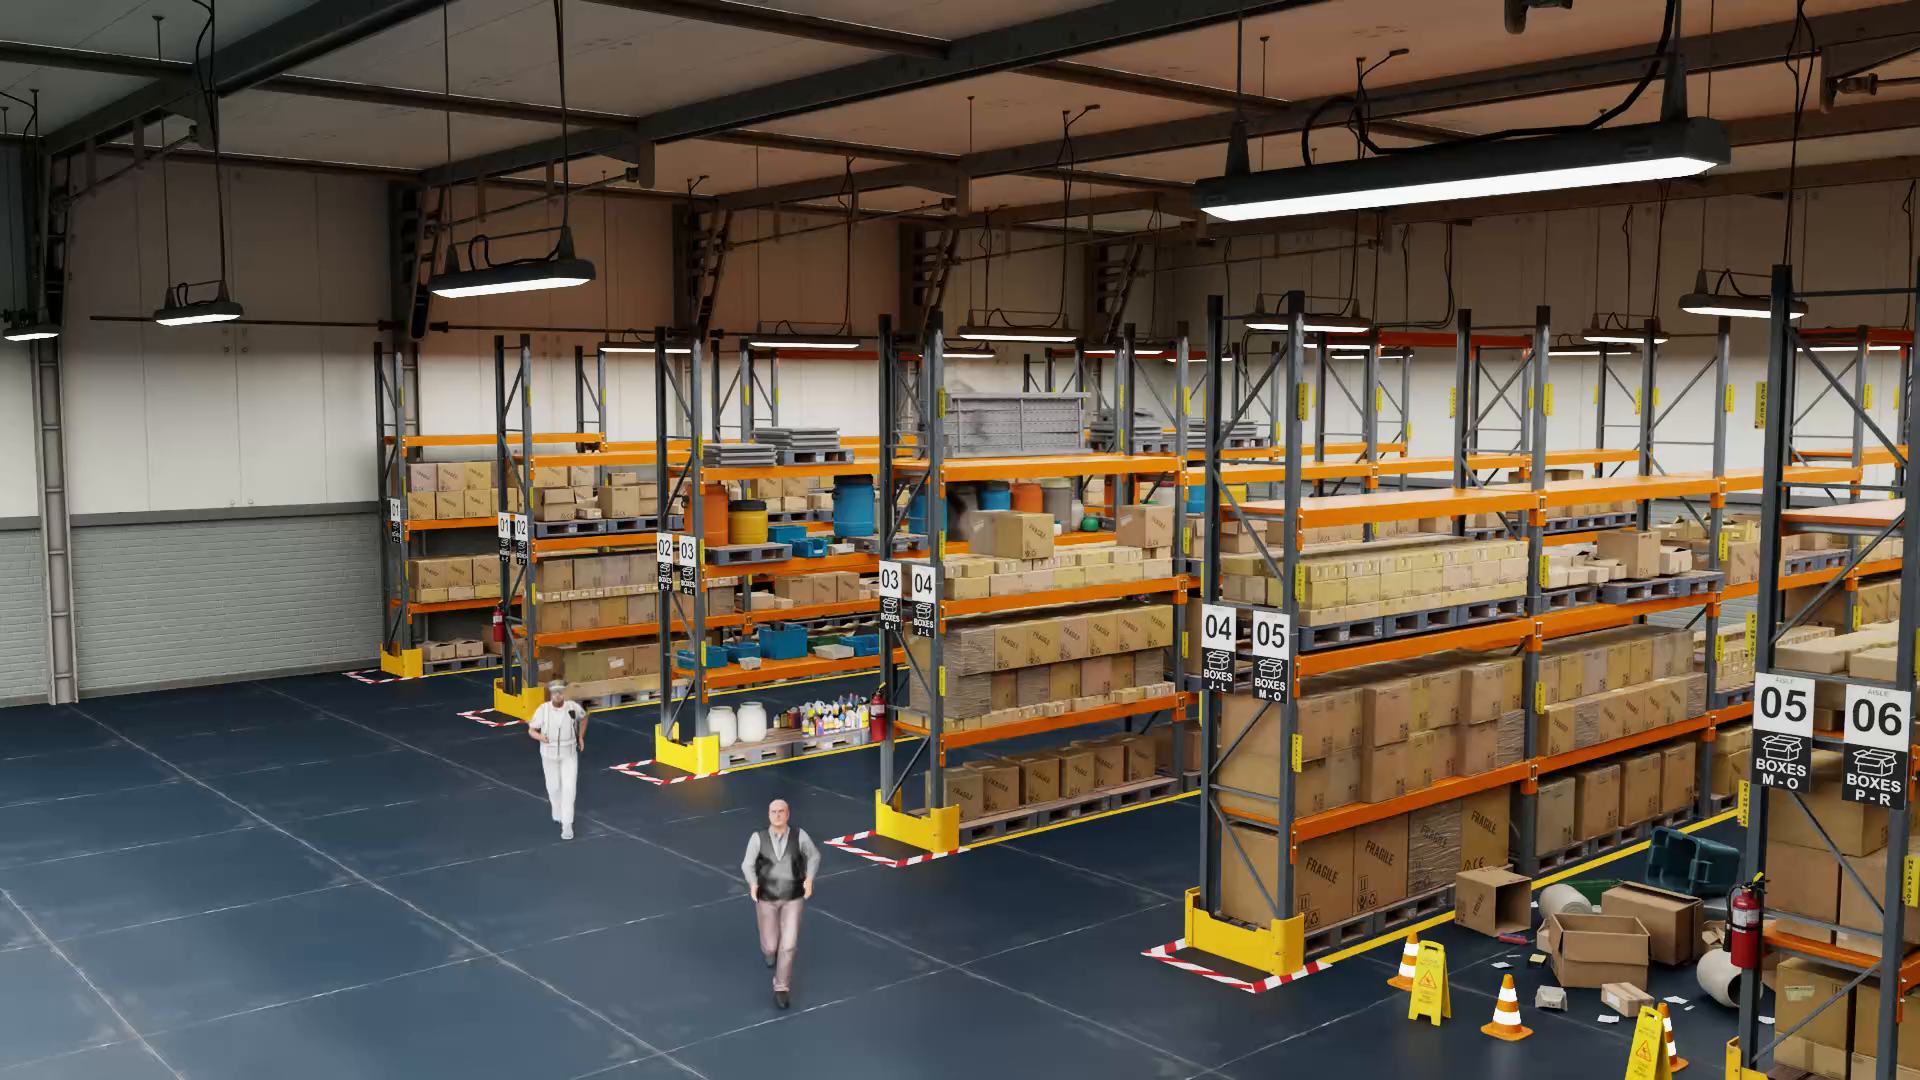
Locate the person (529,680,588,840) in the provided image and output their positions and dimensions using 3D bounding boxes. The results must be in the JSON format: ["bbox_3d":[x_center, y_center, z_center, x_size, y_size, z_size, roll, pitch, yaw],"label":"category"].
[{"bbox_3d":[-4.676,2.494,19.379,0.665,1.769,0.986,-1,5,-11],"label":"person"}]

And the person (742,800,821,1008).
[{"bbox_3d":[-1.518,3.051,14.158,0.676,1.682,0.759,0,5,-5],"label":"person"}]
